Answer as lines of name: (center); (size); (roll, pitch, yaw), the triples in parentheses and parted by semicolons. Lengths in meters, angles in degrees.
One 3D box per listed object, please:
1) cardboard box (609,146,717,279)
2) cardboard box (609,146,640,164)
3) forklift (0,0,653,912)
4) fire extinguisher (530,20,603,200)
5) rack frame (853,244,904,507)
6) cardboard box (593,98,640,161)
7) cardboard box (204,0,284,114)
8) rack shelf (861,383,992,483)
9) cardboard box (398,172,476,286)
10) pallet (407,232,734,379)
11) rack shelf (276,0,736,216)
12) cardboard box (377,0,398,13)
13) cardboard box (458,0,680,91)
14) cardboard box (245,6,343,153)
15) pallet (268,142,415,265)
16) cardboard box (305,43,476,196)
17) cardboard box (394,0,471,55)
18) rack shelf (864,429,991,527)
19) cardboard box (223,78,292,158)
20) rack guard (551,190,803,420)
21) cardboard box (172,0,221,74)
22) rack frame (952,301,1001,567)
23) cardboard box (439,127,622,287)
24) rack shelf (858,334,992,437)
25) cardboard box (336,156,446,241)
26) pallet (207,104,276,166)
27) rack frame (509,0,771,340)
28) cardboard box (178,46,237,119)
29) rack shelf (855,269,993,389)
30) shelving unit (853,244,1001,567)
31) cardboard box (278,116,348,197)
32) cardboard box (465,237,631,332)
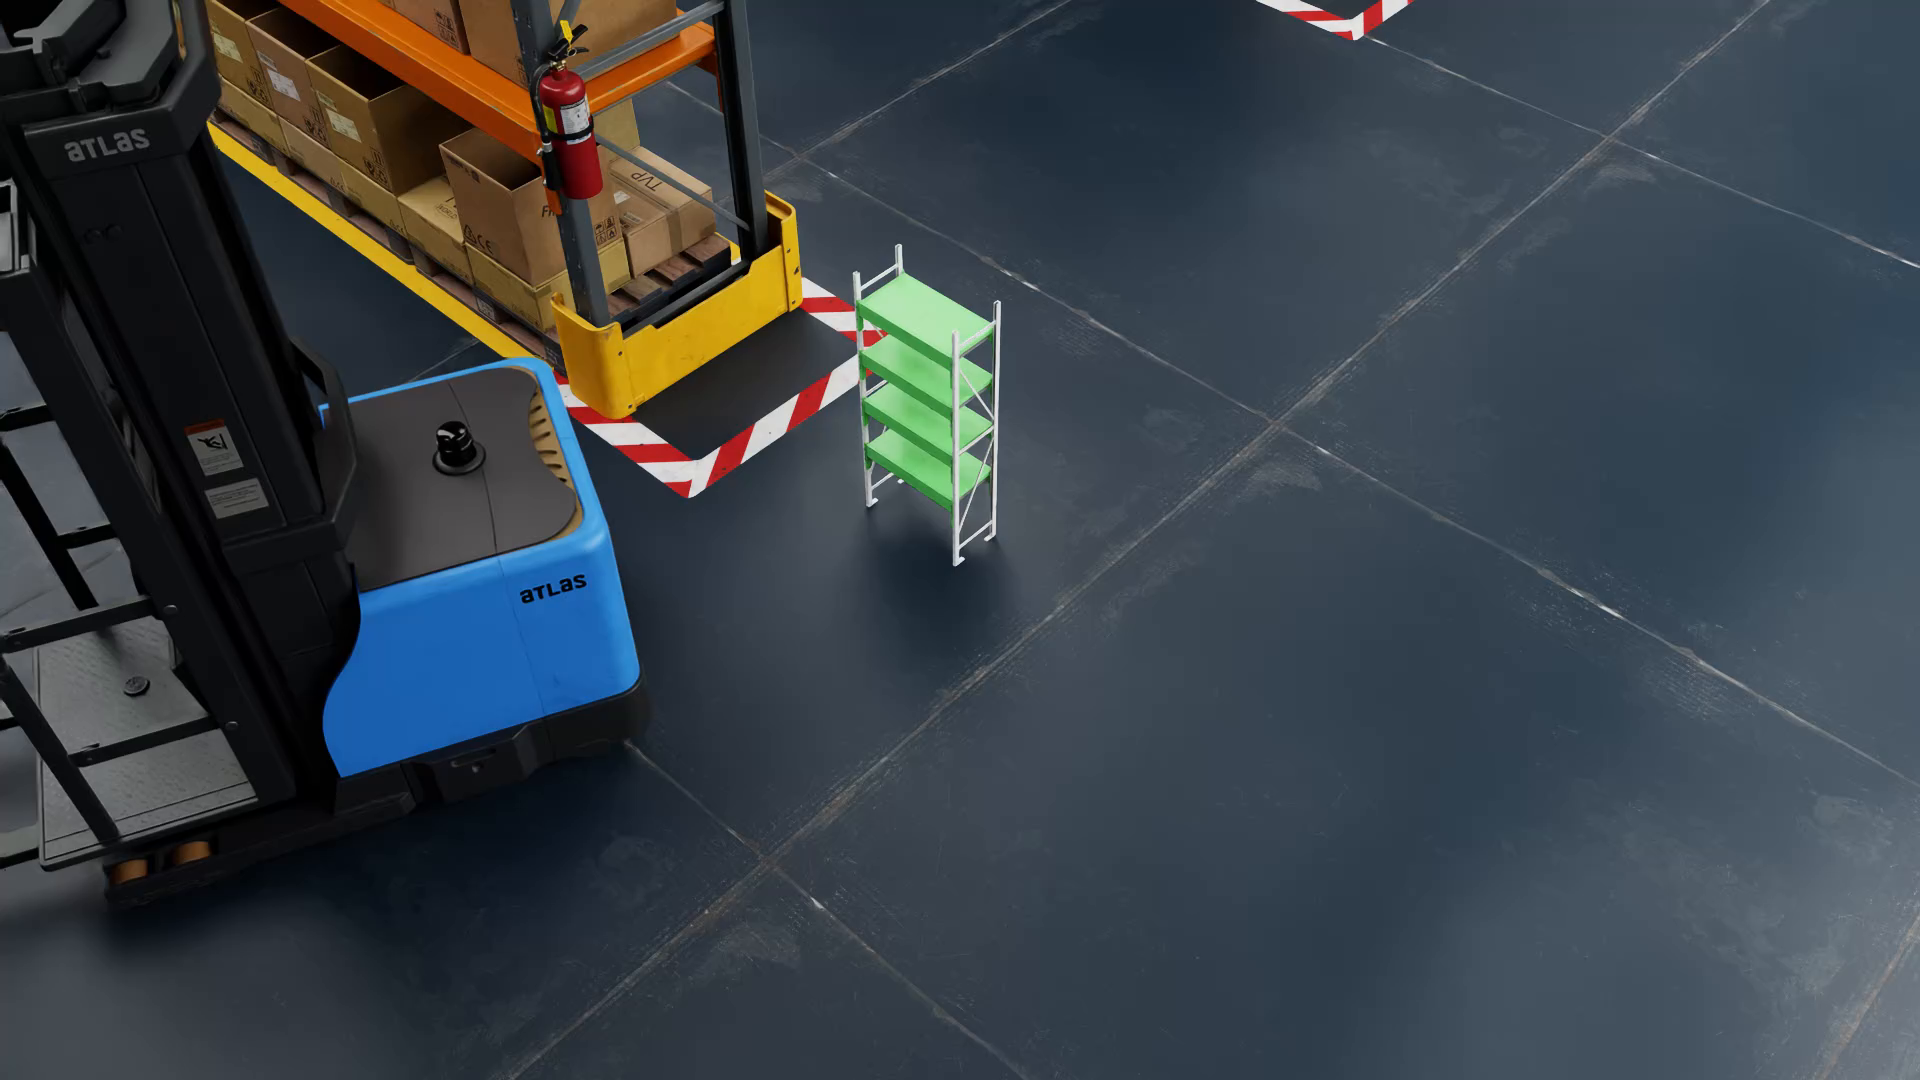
cardboard box: (-1.493, -1.527, 7.724); (0.500, 0.250, 0.500); (34, 55, 28)
cardboard box: (-1.863, -1.772, 7.954); (0.500, 0.250, 0.500); (34, 55, 28)
forklift: (-2.687, -0.213, 4.940); (3.031, 2.935, 1.130); (-16, 49, -15)
fire extinguisher: (-1.478, -1.606, 6.254); (0.183, 0.674, 0.296); (34, 55, 28)
rack frame: (-0.301, -0.613, 6.503); (0.015, 1.200, 0.240); (34, 55, 28)
cardboard box: (-1.862, -2.030, 7.682); (0.500, 0.500, 0.500); (34, 55, 28)
cardboard box: (-3.326, -2.486, 8.110); (0.500, 0.500, 0.500); (34, 55, 28)
rack shelf: (-0.122, -0.449, 6.436); (0.480, 0.148, 0.258); (34, 55, 28)
cardboard box: (-2.220, -1.490, 7.690); (0.500, 0.250, 0.500); (34, 55, 28)
pallet: (-1.840, -1.341, 7.864); (1.213, 0.211, 1.003); (34, 55, 28)
rack shelf: (-2.720, -2.683, 7.705); (4.000, 0.370, 1.077); (34, 55, 28)
cardboard box: (-2.335, -2.718, 7.175); (0.500, 0.500, 0.700); (34, 56, 28)
cardboard box: (-1.584, -2.212, 6.701); (0.500, 0.500, 0.700); (34, 55, 28)
cardboard box: (-2.957, -2.239, 7.879); (0.500, 0.500, 0.500); (34, 55, 28)
pallet: (-2.733, -1.944, 8.431); (1.213, 0.211, 1.003); (34, 55, 28)
cardboard box: (-2.591, -1.992, 7.646); (0.500, 0.500, 0.500); (34, 55, 28)
cardboard box: (-1.974, -2.469, 6.942); (0.500, 0.500, 0.700); (35, 56, 29)
rack shelf: (-0.122, -0.285, 6.611); (0.480, 0.148, 0.258); (34, 55, 28)
cardboard box: (-3.326, -2.229, 8.383); (0.500, 0.250, 0.500); (34, 55, 28)
rack guard: (-1.232, -1.072, 7.414); (0.348, 0.500, 1.175); (34, 55, 28)
cardboard box: (-3.688, -2.737, 8.346); (0.500, 0.500, 0.500); (34, 55, 28)
rack frame: (0.058, -0.372, 6.276); (0.015, 1.200, 0.240); (34, 55, 28)
cardboard box: (-1.846, -1.505, 7.189); (0.500, 0.500, 0.500); (34, 55, 28)
rack shelf: (-0.122, -0.613, 6.261); (0.480, 0.148, 0.258); (34, 55, 28)
cardboard box: (-2.589, -1.736, 7.921); (0.500, 0.250, 0.500); (34, 55, 28)
pallet: (-3.633, -2.548, 8.997); (1.213, 0.211, 1.003); (34, 55, 28)
rack frame: (-1.250, -1.940, 6.514); (0.127, 3.000, 1.000); (34, 55, 28)
cardboard box: (-3.690, -2.479, 8.618); (0.500, 0.250, 0.500); (34, 55, 28)
rack shelf: (-0.122, -0.777, 6.086); (0.480, 0.148, 0.258); (34, 55, 28)
shelving unit: (-0.122, -0.493, 6.389); (0.503, 1.200, 0.258); (34, 55, 28)
cardboard box: (-2.955, -1.985, 8.154); (0.500, 0.250, 0.500); (34, 55, 28)
cardboard box: (-1.845, -1.249, 7.464); (0.500, 0.250, 0.500); (34, 55, 28)
